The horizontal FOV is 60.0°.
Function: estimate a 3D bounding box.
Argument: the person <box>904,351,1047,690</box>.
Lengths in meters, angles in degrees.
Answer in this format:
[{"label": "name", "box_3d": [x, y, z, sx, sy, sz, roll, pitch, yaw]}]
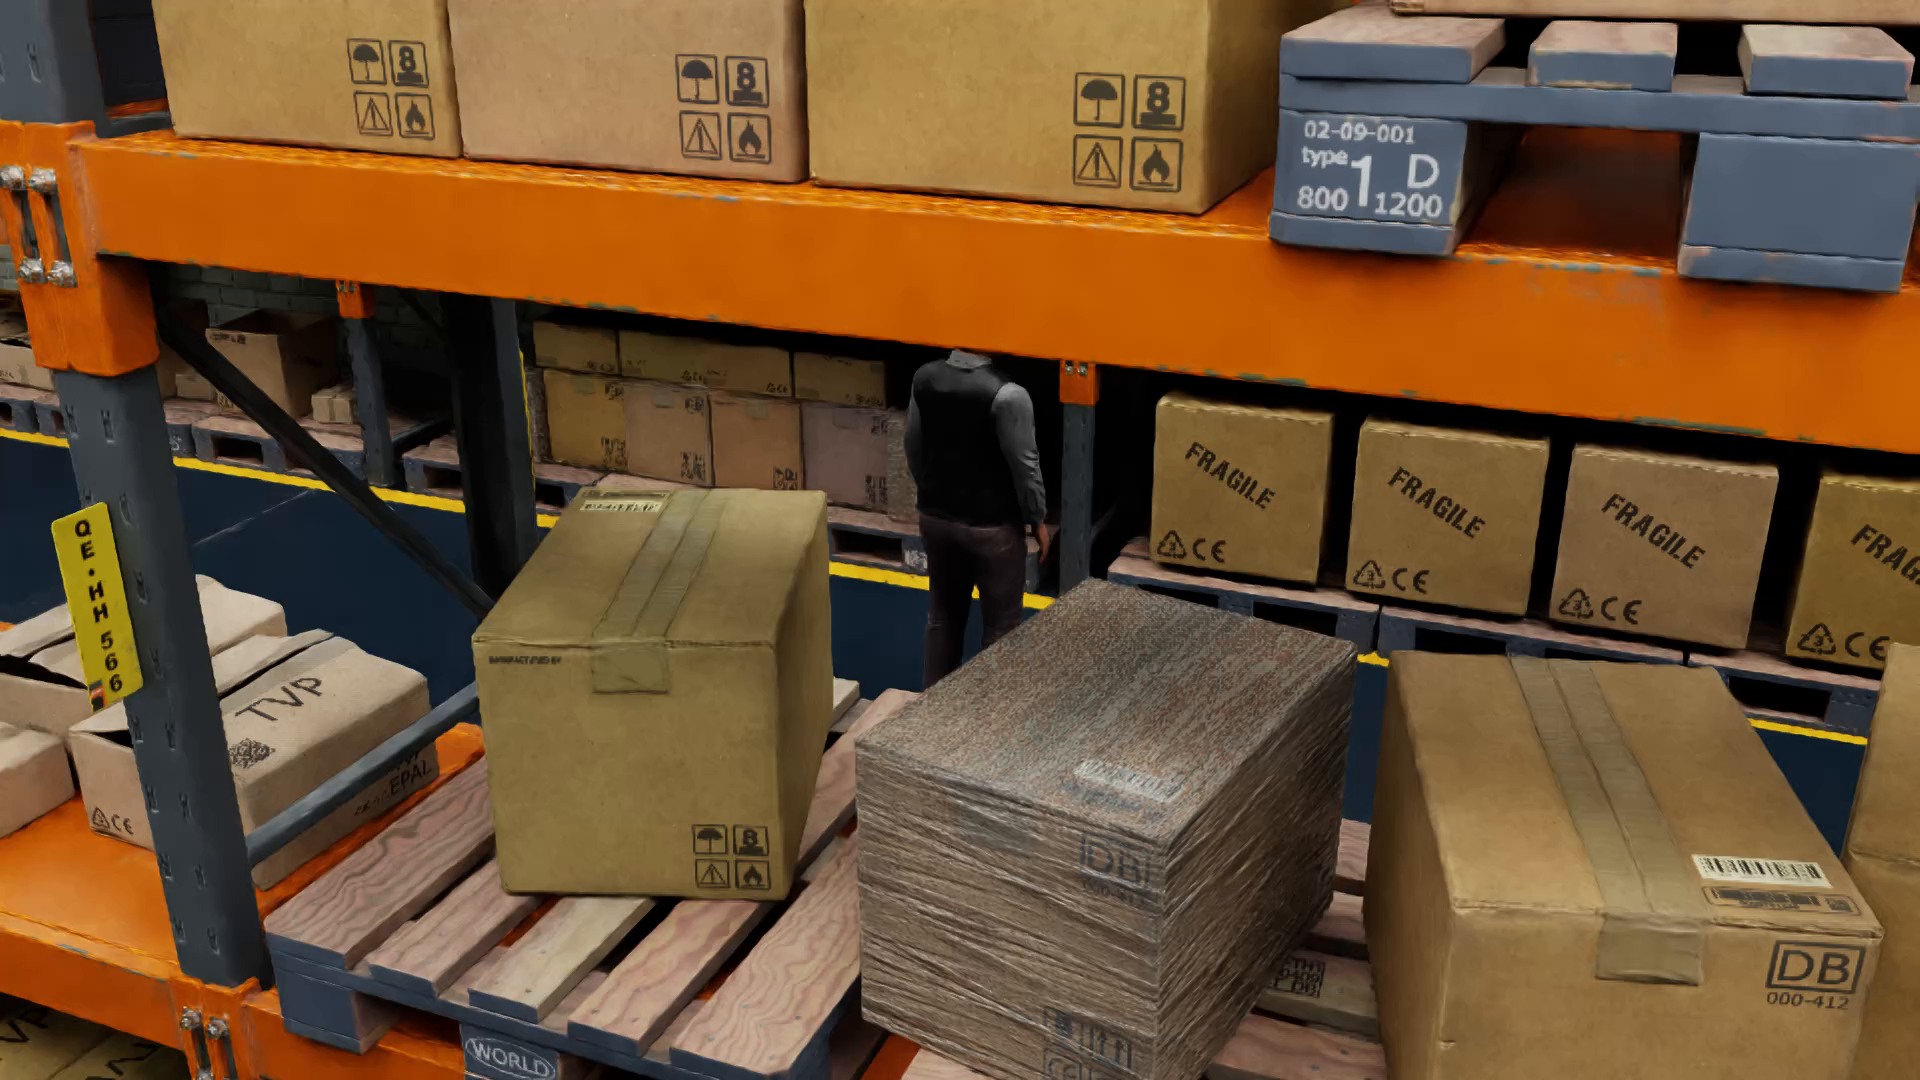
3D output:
[{"label": "person", "box_3d": [0.056, -0.006, 6.257, 0.588, 1.473, 0.357, 16, 27, 33]}]
